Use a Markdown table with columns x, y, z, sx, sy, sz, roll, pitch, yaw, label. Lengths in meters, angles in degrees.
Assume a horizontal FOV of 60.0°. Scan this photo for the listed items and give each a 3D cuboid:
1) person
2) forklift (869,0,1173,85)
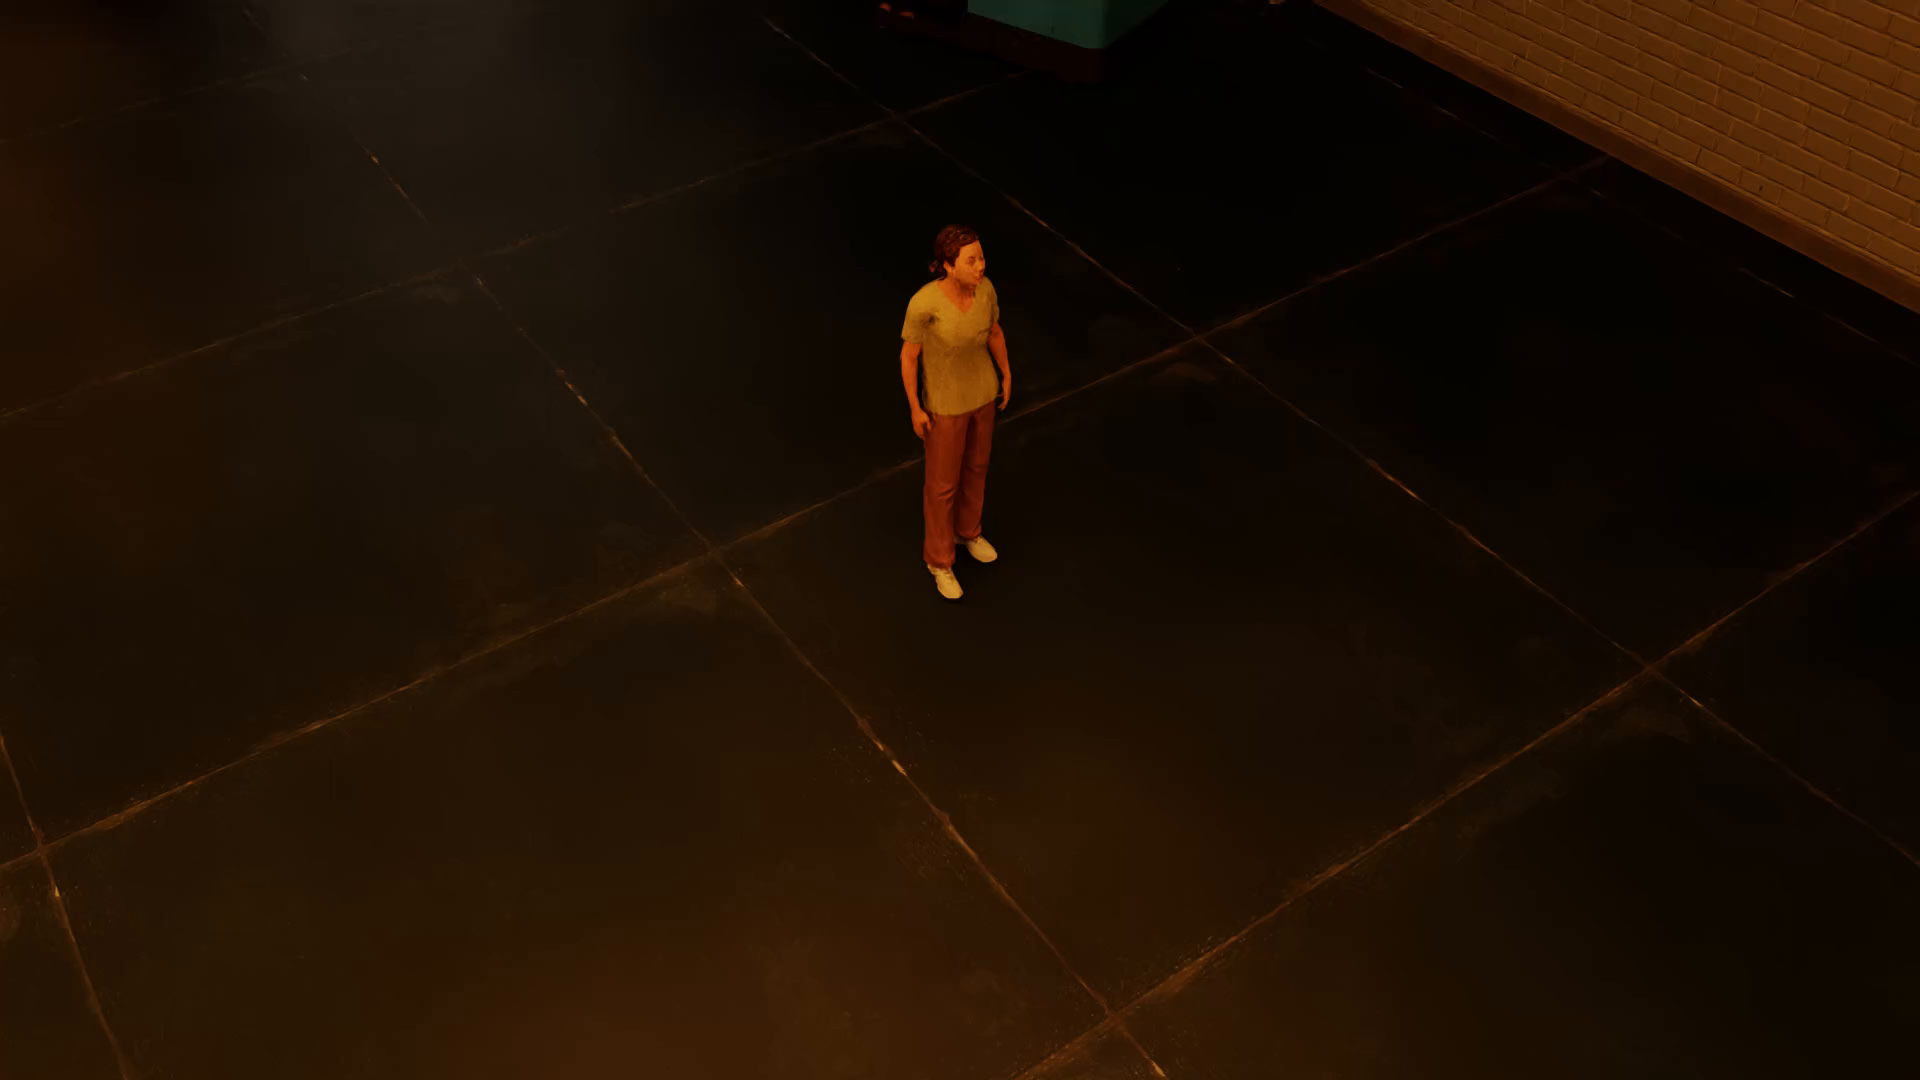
| x | y | z | sx | sy | sz | roll | pitch | yaw | label |
| --- | --- | --- | --- | --- | --- | --- | --- | --- | --- |
| 0.011 | -0.536 | 7.347 | 0.521 | 1.362 | 0.395 | -25 | 48 | -25 | person |
| -0.030 | -4.910 | 11.043 | 3.031 | 2.935 | 1.130 | 25 | 48 | 25 | forklift |
